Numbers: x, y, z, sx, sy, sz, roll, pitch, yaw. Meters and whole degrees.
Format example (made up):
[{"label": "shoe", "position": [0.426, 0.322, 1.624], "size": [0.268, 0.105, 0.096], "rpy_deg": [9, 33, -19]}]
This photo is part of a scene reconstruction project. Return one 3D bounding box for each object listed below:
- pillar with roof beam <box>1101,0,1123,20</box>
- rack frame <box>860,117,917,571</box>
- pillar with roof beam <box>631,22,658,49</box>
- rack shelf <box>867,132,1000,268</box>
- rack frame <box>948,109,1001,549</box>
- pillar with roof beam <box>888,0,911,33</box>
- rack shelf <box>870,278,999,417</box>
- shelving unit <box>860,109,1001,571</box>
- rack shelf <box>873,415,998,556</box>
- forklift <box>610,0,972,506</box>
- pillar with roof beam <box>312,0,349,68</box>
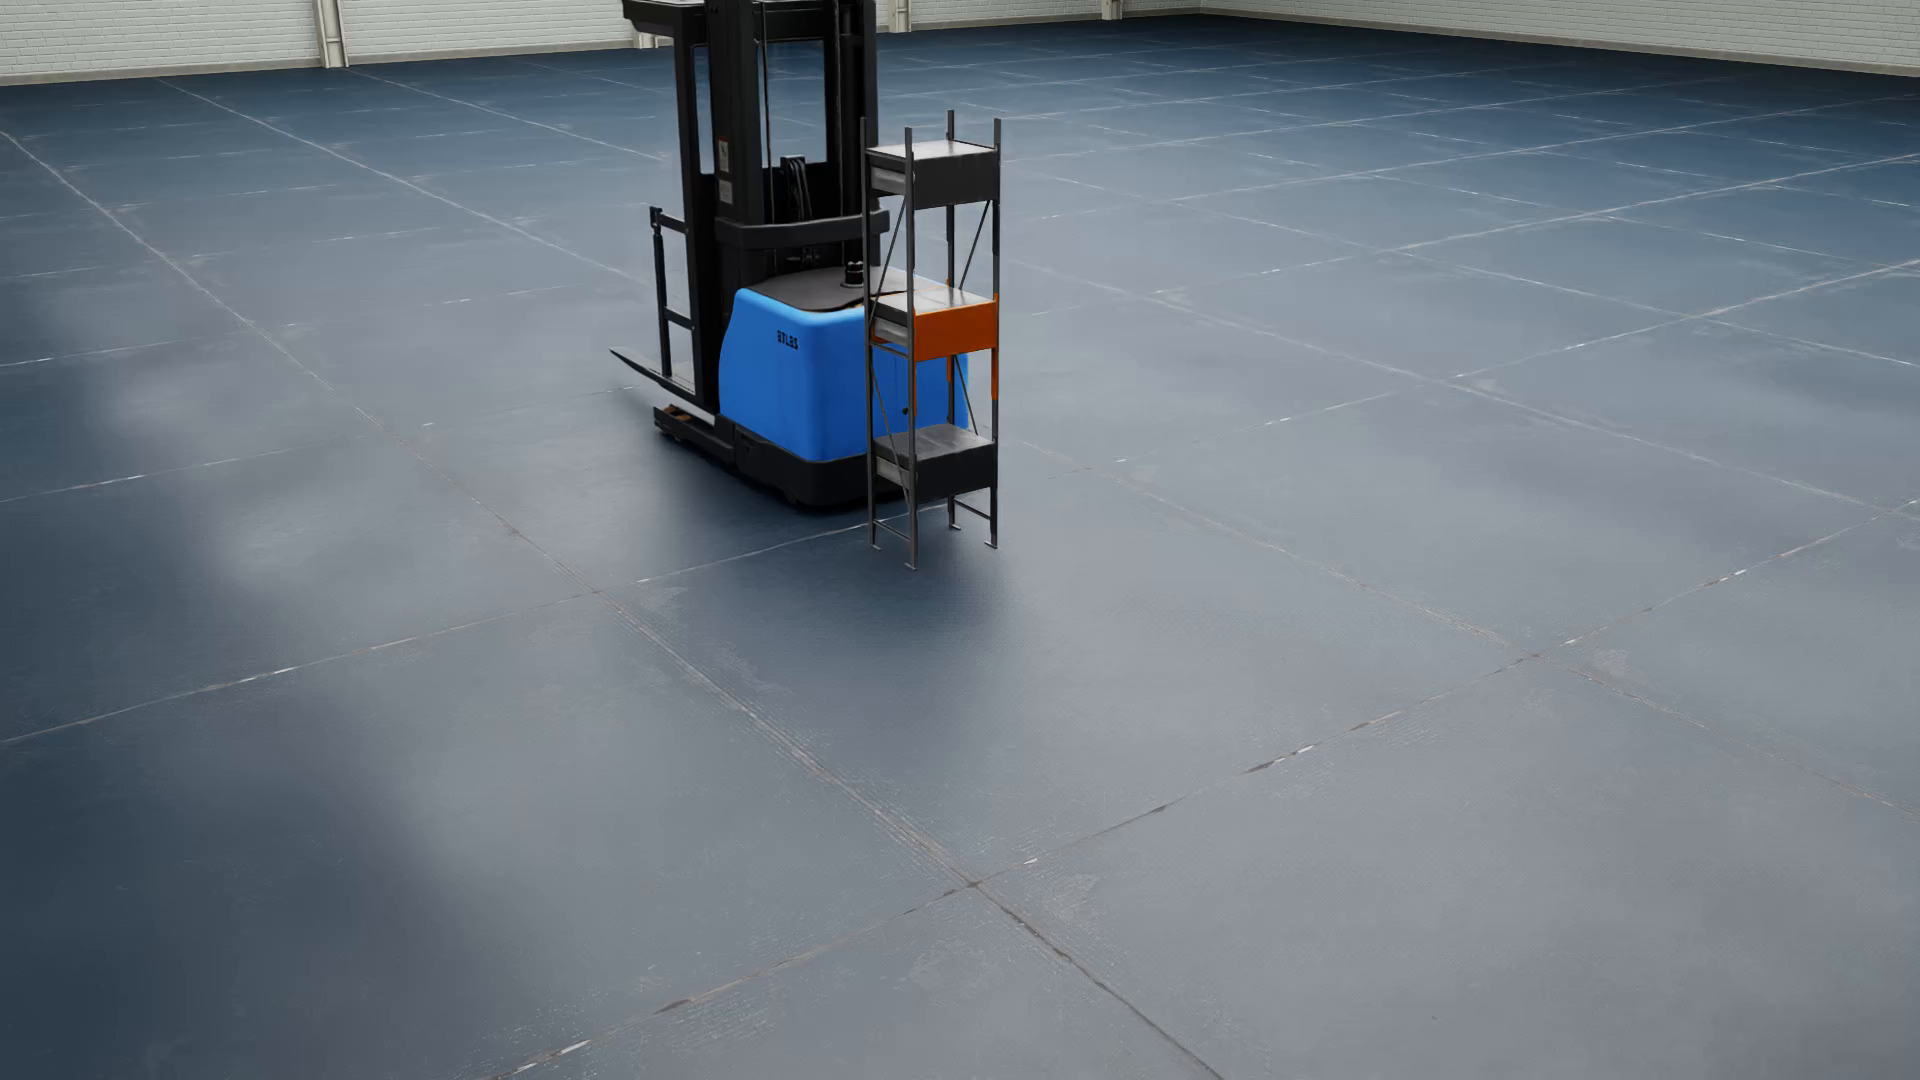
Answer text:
[{"label": "pillar with roof beam", "position": [6.084, -15.148, 34.231], "size": [0.400, 9.000, 9.100], "rpy_deg": [-15, 26, -33]}, {"label": "rack frame", "position": [-0.332, -0.887, 7.801], "size": [0.015, 2.100, 0.400], "rpy_deg": [-15, 26, -33]}, {"label": "pillar with roof beam", "position": [-3.657, -12.550, 27.722], "size": [0.400, 9.000, 9.100], "rpy_deg": [-15, 26, -33]}, {"label": "rack shelf", "position": [-0.134, -1.577, 7.679], "size": [0.480, 0.518, 0.431], "rpy_deg": [-15, 26, -33]}, {"label": "rack frame", "position": [0.064, -0.992, 8.066], "size": [0.015, 2.100, 0.400], "rpy_deg": [-15, 26, -33]}, {"label": "pillar with roof beam", "position": [1.213, -13.849, 30.977], "size": [0.400, 9.000, 9.100], "rpy_deg": [-15, 26, -33]}, {"label": "rack shelf", "position": [-0.134, -0.927, 7.939], "size": [0.480, 0.518, 0.431], "rpy_deg": [-15, 26, -33]}, {"label": "shelving unit", "position": [-0.134, -0.939, 7.934], "size": [0.503, 2.100, 0.431], "rpy_deg": [-15, 26, -33]}, {"label": "rack shelf", "position": [-0.134, -0.277, 8.198], "size": [0.480, 0.518, 0.431], "rpy_deg": [-15, 26, -33]}, {"label": "forklift", "position": [-1.184, -2.029, 9.542], "size": [1.130, 2.935, 3.031], "rpy_deg": [-14, 26, -32]}, {"label": "pillar with roof beam", "position": [-8.528, -11.252, 24.468], "size": [0.400, 9.000, 9.100], "rpy_deg": [-15, 26, -33]}]
